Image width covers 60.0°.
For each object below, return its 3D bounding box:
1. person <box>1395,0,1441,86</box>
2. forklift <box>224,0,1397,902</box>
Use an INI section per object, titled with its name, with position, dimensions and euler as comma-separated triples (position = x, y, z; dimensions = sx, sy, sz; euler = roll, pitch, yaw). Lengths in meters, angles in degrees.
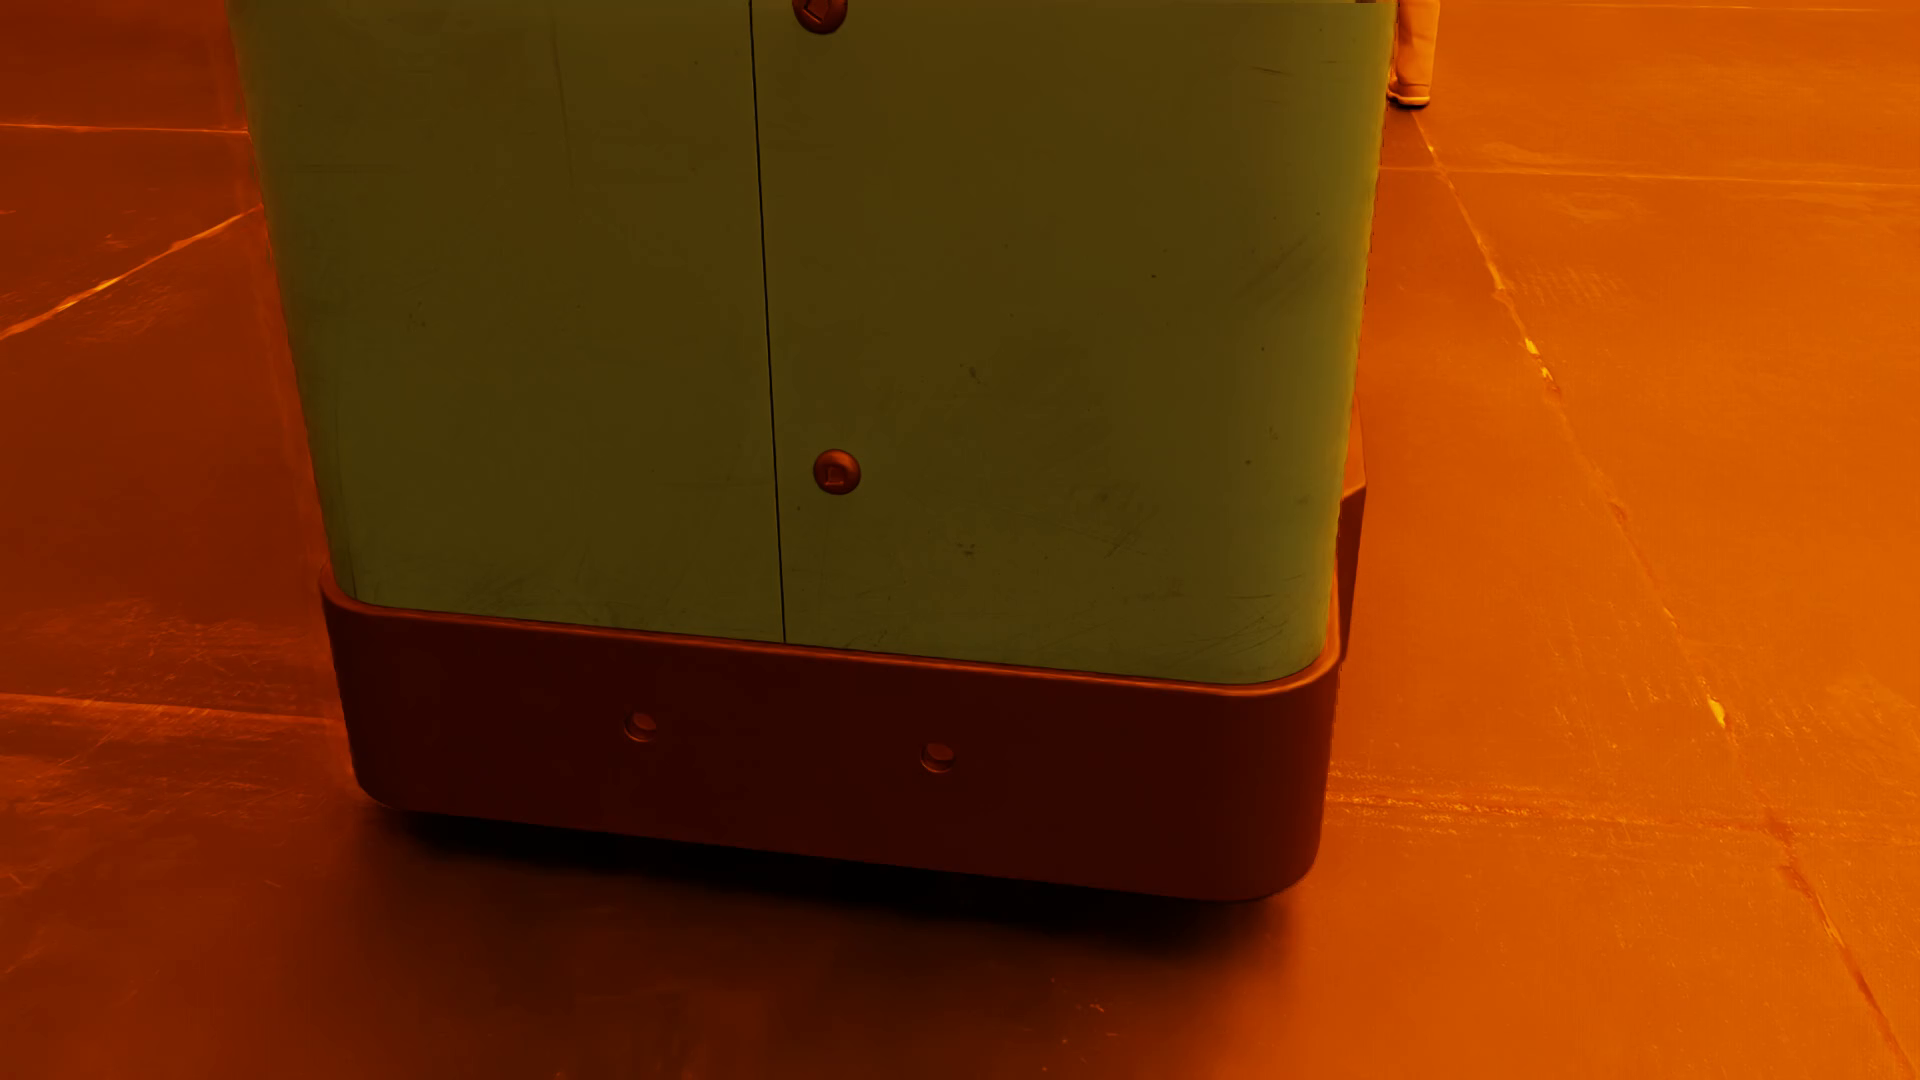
[person]
position = 1.266, -2.157, 4.857
dimensions = 0.489, 1.617, 0.350
euler = 0, 27, 1
[forklift]
position = 0.100, -1.591, 2.407
dimensions = 1.130, 2.935, 3.031
euler = 5, 27, 9
